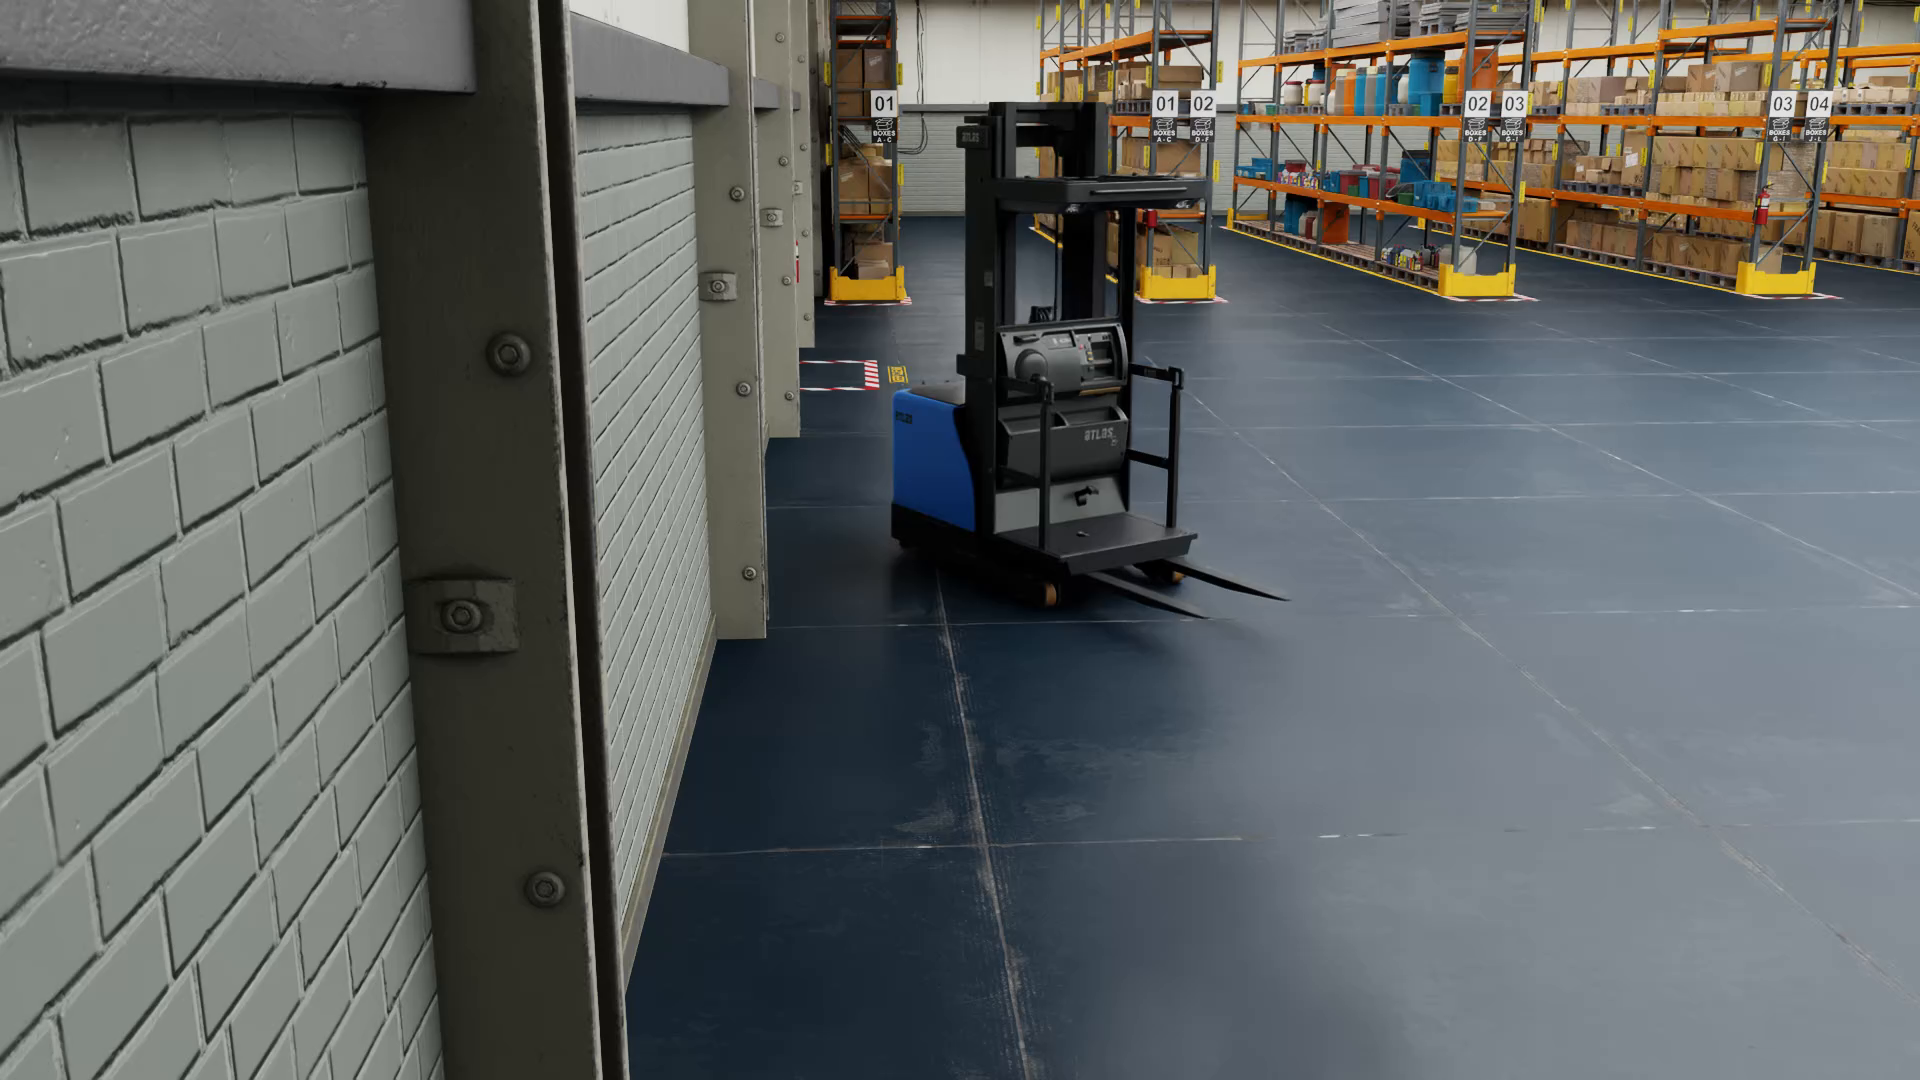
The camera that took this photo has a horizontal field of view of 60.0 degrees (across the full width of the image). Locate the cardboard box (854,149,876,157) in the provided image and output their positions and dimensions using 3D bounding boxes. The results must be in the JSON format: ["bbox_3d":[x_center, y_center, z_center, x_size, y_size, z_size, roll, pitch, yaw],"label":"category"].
[{"bbox_3d":[-1.880,-7.662,32.898,0.380,0.149,0.250,-3,15,-13],"label":"cardboard box"}]

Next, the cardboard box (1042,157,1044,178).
[{"bbox_3d":[2.284,-9.124,40.766,0.500,0.500,0.500,-1,14,-4],"label":"cardboard box"}]

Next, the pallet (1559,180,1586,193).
[{"bbox_3d":[13.016,-7.212,33.921,1.213,0.211,1.003,-1,14,-3],"label":"pallet"}]

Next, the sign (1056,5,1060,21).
[{"bbox_3d":[2.187,-11.715,36.967,0.100,0.325,0.005,-1,14,-3],"label":"sign"}]

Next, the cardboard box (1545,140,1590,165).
[{"bbox_3d":[12.836,-8.197,35.150,0.797,0.503,0.637,0,14,-2],"label":"cardboard box"}]

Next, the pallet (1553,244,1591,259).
[{"bbox_3d":[12.912,-5.936,34.172,1.003,0.211,1.213,-1,14,-3],"label":"pallet"}]

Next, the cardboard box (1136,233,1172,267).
[{"bbox_3d":[3.143,-4.703,26.954,0.500,0.500,0.500,-1,14,-3],"label":"cardboard box"}]

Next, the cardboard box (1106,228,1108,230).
[{"bbox_3d":[2.876,-5.703,31.220,0.500,0.311,0.500,0,14,-2],"label":"cardboard box"}]

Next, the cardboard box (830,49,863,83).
[{"bbox_3d":[-1.758,-7.360,25.843,0.500,0.500,0.500,0,14,-1],"label":"cardboard box"}]

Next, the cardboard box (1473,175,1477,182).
[{"bbox_3d":[12.255,-8.488,39.002,0.380,0.149,0.250,-1,14,-2],"label":"cardboard box"}]

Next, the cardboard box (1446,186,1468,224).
[{"bbox_3d":[12.545,-8.260,41.032,0.875,0.875,0.875,-1,14,-3],"label":"cardboard box"}]

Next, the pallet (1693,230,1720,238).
[{"bbox_3d":[17.624,-6.983,38.241,1.003,0.211,1.213,-1,14,-3],"label":"pallet"}]

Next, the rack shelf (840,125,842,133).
[{"bbox_3d":[-1.842,-7.858,31.471,1.077,0.370,4.000,-1,14,-3],"label":"rack shelf"}]

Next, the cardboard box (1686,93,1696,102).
[{"bbox_3d":[12.893,-7.712,28.962,0.380,0.149,0.250,-1,14,-4],"label":"cardboard box"}]

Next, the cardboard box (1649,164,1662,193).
[{"bbox_3d":[13.079,-6.565,30.225,0.875,0.500,0.500,-1,14,-3],"label":"cardboard box"}]

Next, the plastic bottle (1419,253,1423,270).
[{"bbox_3d":[7.984,-4.827,28.835,0.061,0.283,0.133,-1,14,-3],"label":"plastic bottle"}]

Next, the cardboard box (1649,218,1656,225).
[{"bbox_3d":[17.148,-7.824,40.796,0.380,0.149,0.250,-1,14,-3],"label":"cardboard box"}]

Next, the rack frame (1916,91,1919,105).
[{"bbox_3d":[18.070,-9.442,30.166,1.000,3.000,0.127,-1,14,-3],"label":"rack frame"}]

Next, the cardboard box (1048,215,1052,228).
[{"bbox_3d":[2.365,-7.558,39.394,0.500,0.311,0.500,-1,14,-3],"label":"cardboard box"}]

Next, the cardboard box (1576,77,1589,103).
[{"bbox_3d":[12.665,-8.977,33.171,0.500,0.500,0.500,-1,14,-3],"label":"cardboard box"}]

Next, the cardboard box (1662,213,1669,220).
[{"bbox_3d":[17.221,-7.827,40.210,0.380,0.149,0.250,-1,14,-2],"label":"cardboard box"}]

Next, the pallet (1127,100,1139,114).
[{"bbox_3d":[3.377,-7.229,27.761,1.003,0.211,1.213,-1,14,-3],"label":"pallet"}]

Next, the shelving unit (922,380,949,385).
[{"bbox_3d":[-0.127,-0.583,11.685,0.215,1.050,0.252,-5,15,-20],"label":"shelving unit"}]

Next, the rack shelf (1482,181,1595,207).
[{"bbox_3d":[12.741,-7.629,36.603,1.077,0.370,4.000,-1,14,-3],"label":"rack shelf"}]

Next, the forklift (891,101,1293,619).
[{"bbox_3d":[0.765,-1.143,10.088,1.130,2.935,3.031,-9,17,-32],"label":"forklift"}]

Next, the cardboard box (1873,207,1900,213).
[{"bbox_3d":[22.576,-7.749,39.921,0.875,0.438,0.875,-1,14,-4],"label":"cardboard box"}]

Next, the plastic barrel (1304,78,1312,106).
[{"bbox_3d":[7.933,-9.922,36.830,0.600,0.588,0.600,0,14,0],"label":"plastic barrel"}]

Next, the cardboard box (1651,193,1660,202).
[{"bbox_3d":[12.829,-6.243,30.277,0.380,0.149,0.250,-1,14,-3],"label":"cardboard box"}]

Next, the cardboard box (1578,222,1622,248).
[{"bbox_3d":[12.974,-6.179,33.655,0.700,0.500,0.500,-2,15,-8],"label":"cardboard box"}]

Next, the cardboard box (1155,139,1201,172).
[{"bbox_3d":[3.454,-6.145,26.585,0.700,0.500,0.500,-1,14,-3],"label":"cardboard box"}]

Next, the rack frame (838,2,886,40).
[{"bbox_3d":[-1.966,-10.156,32.941,1.000,3.000,0.127,-1,14,-3],"label":"rack frame"}]

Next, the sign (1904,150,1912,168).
[{"bbox_3d":[17.529,-7.049,30.737,0.100,0.325,0.005,-1,14,-3],"label":"sign"}]

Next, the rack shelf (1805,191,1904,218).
[{"bbox_3d":[17.946,-6.686,32.936,1.077,0.370,4.000,-1,14,-3],"label":"rack shelf"}]

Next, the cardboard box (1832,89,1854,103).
[{"bbox_3d":[17.678,-8.856,33.163,0.500,0.250,0.500,0,14,-2],"label":"cardboard box"}]

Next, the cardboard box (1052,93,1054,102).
[{"bbox_3d":[2.401,-10.187,38.375,0.500,0.250,0.500,-1,14,-3],"label":"cardboard box"}]

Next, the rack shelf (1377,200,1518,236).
[{"bbox_3d":[8.293,-5.563,28.573,1.077,0.370,4.000,-1,14,-3],"label":"rack shelf"}]

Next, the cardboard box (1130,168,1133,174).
[{"bbox_3d":[3.133,-6.306,28.513,0.380,0.149,0.250,-1,14,-5],"label":"cardboard box"}]

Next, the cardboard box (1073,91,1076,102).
[{"bbox_3d":[2.853,-9.194,35.018,0.910,0.500,0.500,-1,14,-3],"label":"cardboard box"}]

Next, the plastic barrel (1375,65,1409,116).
[{"bbox_3d":[7.921,-8.228,30.459,0.600,0.901,0.708,-1,14,-3],"label":"plastic barrel"}]

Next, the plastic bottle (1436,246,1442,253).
[{"bbox_3d":[8.529,-5.056,29.589,0.144,0.351,0.185,-1,14,-4],"label":"plastic bottle"}]

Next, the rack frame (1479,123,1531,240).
[{"bbox_3d":[12.617,-8.475,38.446,1.000,3.000,0.127,-1,14,-3],"label":"rack frame"}]

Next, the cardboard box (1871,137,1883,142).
[{"bbox_3d":[22.180,-9.400,39.834,0.500,0.500,0.500,-1,14,-4],"label":"cardboard box"}]

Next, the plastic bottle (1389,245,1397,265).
[{"bbox_3d":[7.805,-5.132,29.887,0.144,0.351,0.185,0,14,-2],"label":"plastic bottle"}]

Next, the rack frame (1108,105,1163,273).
[{"bbox_3d":[3.225,-6.334,30.123,1.000,3.000,0.127,-1,14,-3],"label":"rack frame"}]

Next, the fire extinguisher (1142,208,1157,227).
[{"bbox_3d":[3.017,-5.265,26.124,0.296,0.674,0.183,-1,14,-3],"label":"fire extinguisher"}]

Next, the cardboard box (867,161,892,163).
[{"bbox_3d":[-1.323,-6.194,28.337,0.500,0.500,0.500,-1,14,-5],"label":"cardboard box"}]

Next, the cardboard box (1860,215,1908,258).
[{"bbox_3d":[17.941,-5.804,31.736,1.050,0.750,0.750,-1,14,-4],"label":"cardboard box"}]

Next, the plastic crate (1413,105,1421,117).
[{"bbox_3d":[7.996,-7.363,28.528,0.336,0.188,0.450,-1,14,-3],"label":"plastic crate"}]

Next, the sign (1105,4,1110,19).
[{"bbox_3d":[3.283,-11.768,37.011,0.100,0.325,0.005,-1,14,-3],"label":"sign"}]

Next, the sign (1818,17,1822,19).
[{"bbox_3d":[21.706,-13.050,41.996,0.100,0.325,0.005,-1,14,-3],"label":"sign"}]

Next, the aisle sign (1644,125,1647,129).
[{"bbox_3d":[17.621,-10.803,42.277,0.394,0.787,0.004,-1,14,-3],"label":"aisle sign"}]

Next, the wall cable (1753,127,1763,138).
[{"bbox_3d":[23.303,-11.542,48.326,0.588,1.984,0.122,-1,14,-3],"label":"wall cable"}]
